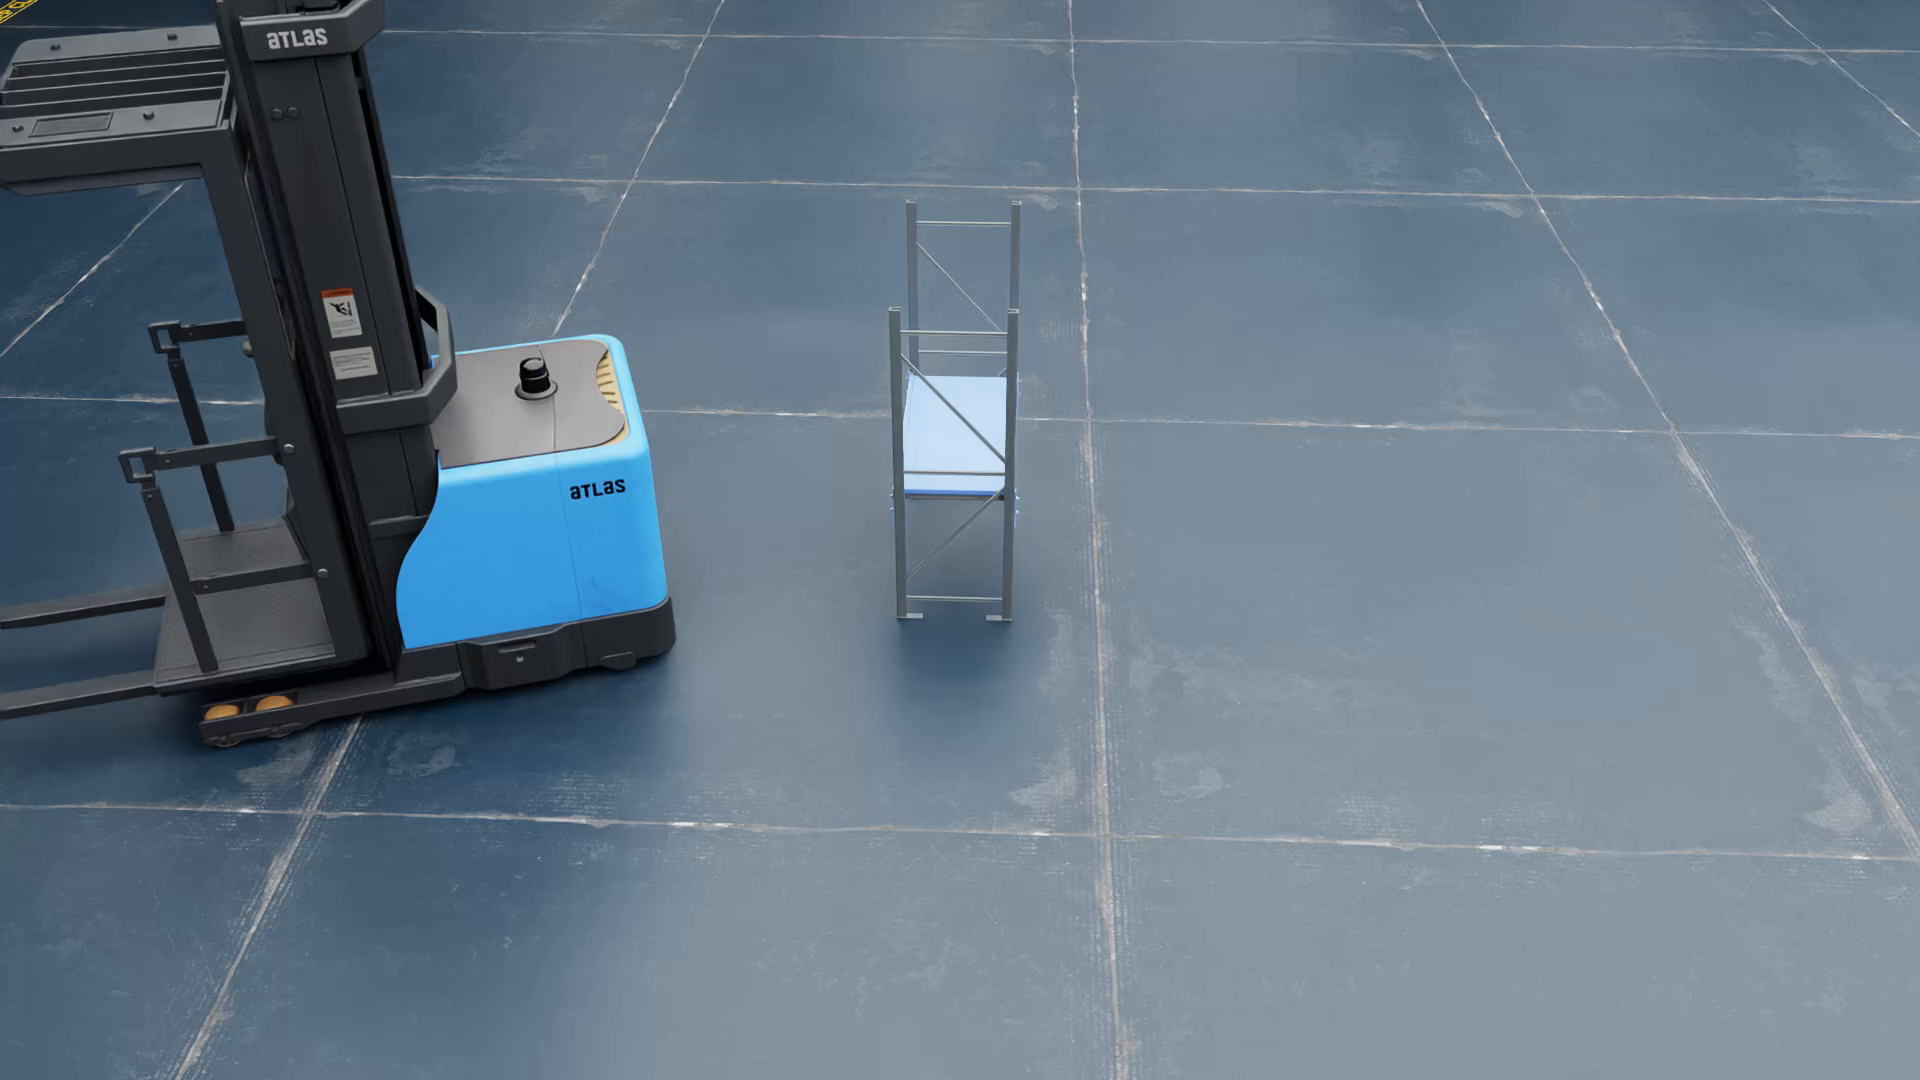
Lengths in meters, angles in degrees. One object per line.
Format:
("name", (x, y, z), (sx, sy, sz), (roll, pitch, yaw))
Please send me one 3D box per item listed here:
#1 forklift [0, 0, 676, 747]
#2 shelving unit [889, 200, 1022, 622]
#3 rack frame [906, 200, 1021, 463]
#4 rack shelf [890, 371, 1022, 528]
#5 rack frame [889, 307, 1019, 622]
("forklift", (-2.775, -0.721, 6.226), (3.031, 2.935, 1.130), (-9, 36, -13))
("shelving unit", (-0.003, -0.565, 7.249), (0.538, 1.500, 1.048), (1, 35, 2))
("rack frame", (0.017, -0.857, 7.665), (0.500, 1.500, 0.032), (1, 35, 2))
("rack shelf", (-0.003, -0.417, 7.352), (0.538, 0.185, 1.000), (1, 35, 2))
("rack frame", (-0.024, -0.273, 6.833), (0.500, 1.500, 0.032), (1, 35, 2))
